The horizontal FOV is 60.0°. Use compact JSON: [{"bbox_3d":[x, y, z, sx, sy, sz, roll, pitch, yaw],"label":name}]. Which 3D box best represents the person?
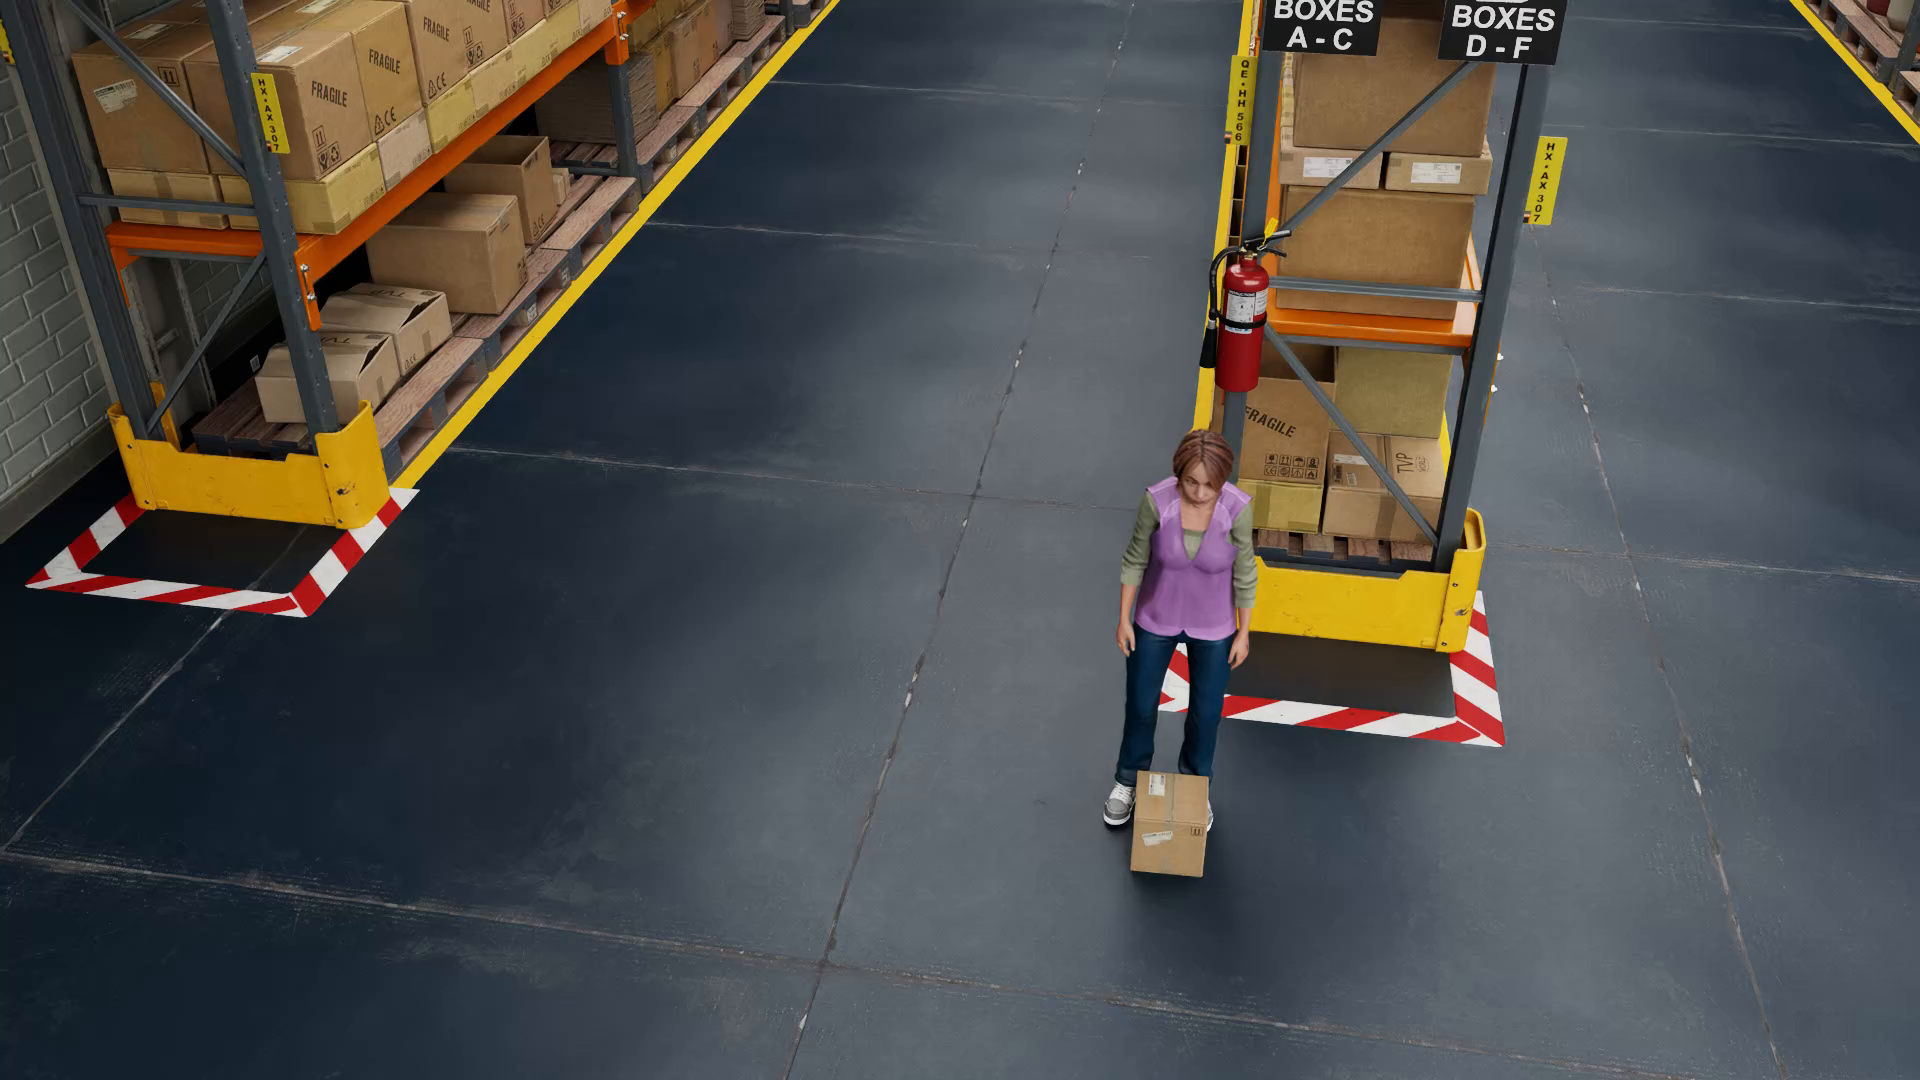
[{"bbox_3d":[0.765,0.304,5.678,0.460,1.593,0.343,6,33,8],"label":"person"}]
